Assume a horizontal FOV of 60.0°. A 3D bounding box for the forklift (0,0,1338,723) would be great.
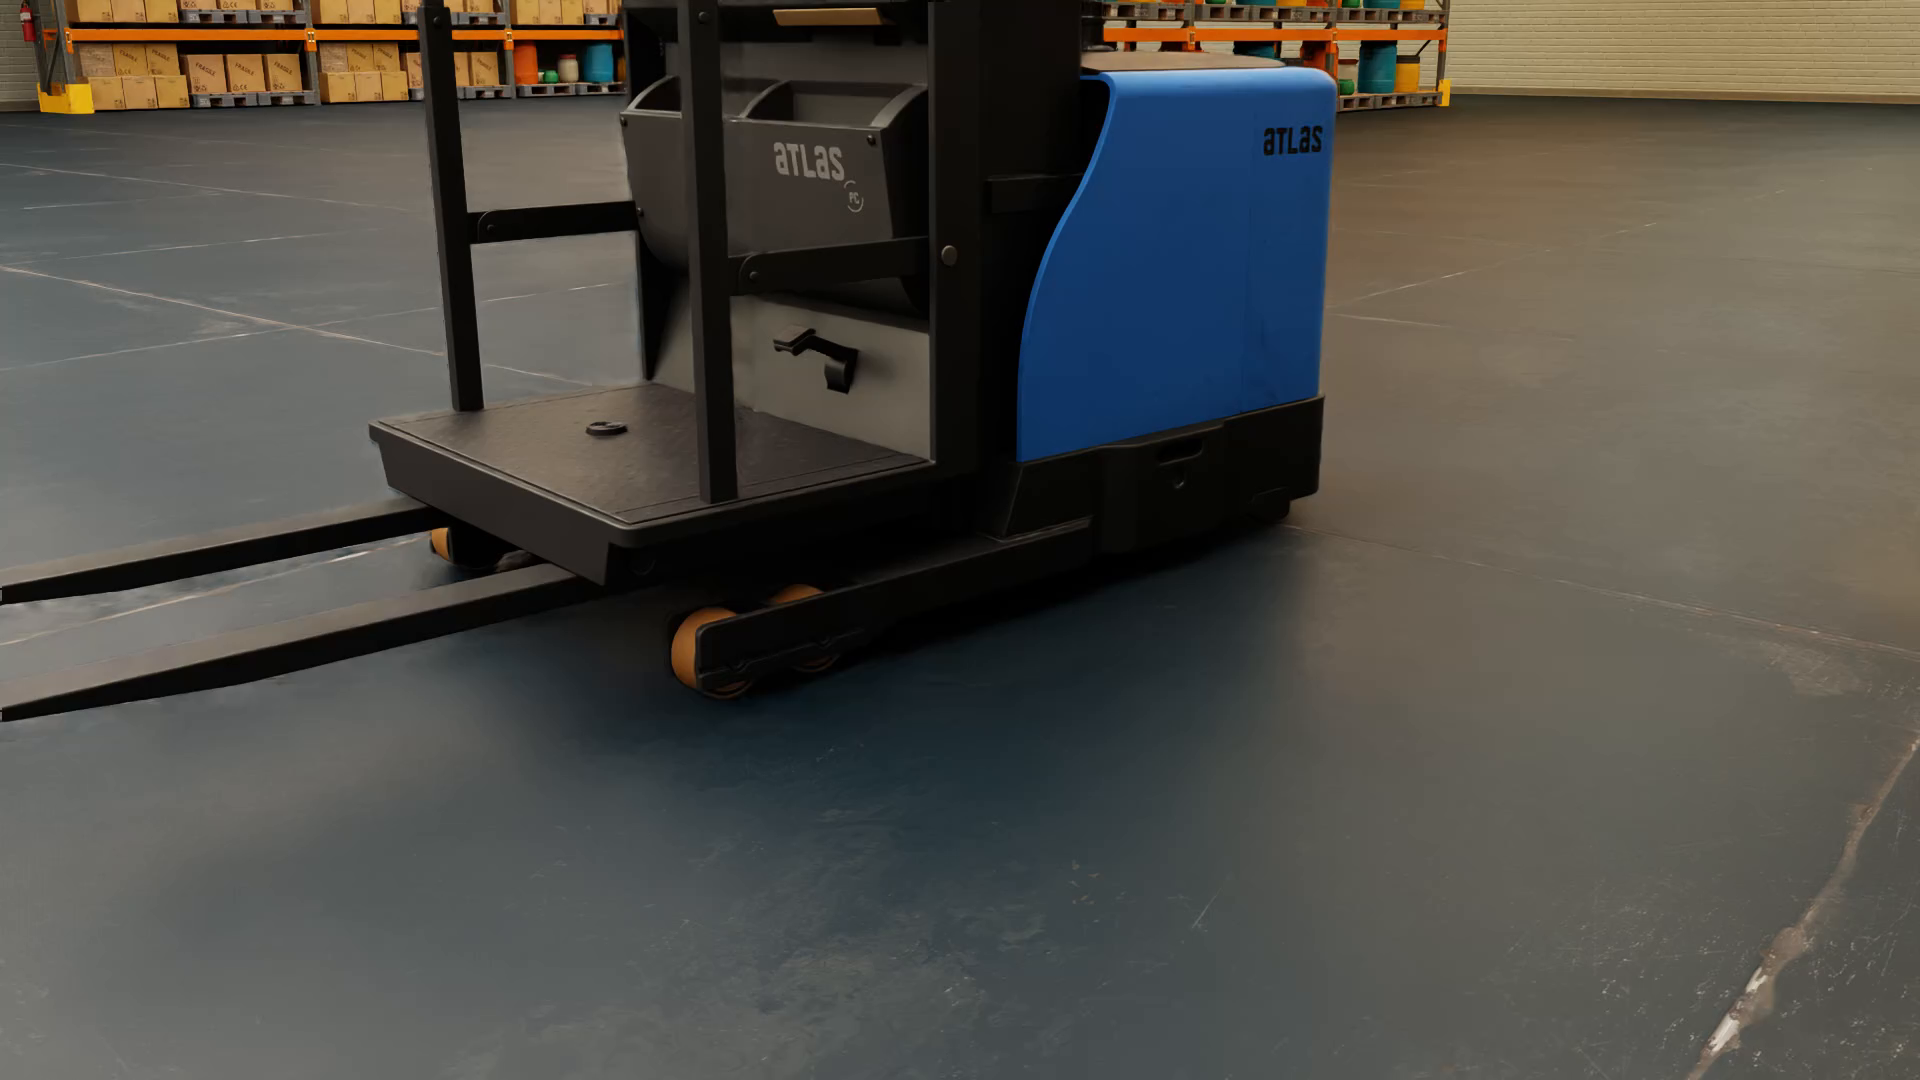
[{"bbox_3d":[-0.552,-1.286,3.134,3.031,2.935,1.130,-14,22,-39],"label":"forklift"}]
